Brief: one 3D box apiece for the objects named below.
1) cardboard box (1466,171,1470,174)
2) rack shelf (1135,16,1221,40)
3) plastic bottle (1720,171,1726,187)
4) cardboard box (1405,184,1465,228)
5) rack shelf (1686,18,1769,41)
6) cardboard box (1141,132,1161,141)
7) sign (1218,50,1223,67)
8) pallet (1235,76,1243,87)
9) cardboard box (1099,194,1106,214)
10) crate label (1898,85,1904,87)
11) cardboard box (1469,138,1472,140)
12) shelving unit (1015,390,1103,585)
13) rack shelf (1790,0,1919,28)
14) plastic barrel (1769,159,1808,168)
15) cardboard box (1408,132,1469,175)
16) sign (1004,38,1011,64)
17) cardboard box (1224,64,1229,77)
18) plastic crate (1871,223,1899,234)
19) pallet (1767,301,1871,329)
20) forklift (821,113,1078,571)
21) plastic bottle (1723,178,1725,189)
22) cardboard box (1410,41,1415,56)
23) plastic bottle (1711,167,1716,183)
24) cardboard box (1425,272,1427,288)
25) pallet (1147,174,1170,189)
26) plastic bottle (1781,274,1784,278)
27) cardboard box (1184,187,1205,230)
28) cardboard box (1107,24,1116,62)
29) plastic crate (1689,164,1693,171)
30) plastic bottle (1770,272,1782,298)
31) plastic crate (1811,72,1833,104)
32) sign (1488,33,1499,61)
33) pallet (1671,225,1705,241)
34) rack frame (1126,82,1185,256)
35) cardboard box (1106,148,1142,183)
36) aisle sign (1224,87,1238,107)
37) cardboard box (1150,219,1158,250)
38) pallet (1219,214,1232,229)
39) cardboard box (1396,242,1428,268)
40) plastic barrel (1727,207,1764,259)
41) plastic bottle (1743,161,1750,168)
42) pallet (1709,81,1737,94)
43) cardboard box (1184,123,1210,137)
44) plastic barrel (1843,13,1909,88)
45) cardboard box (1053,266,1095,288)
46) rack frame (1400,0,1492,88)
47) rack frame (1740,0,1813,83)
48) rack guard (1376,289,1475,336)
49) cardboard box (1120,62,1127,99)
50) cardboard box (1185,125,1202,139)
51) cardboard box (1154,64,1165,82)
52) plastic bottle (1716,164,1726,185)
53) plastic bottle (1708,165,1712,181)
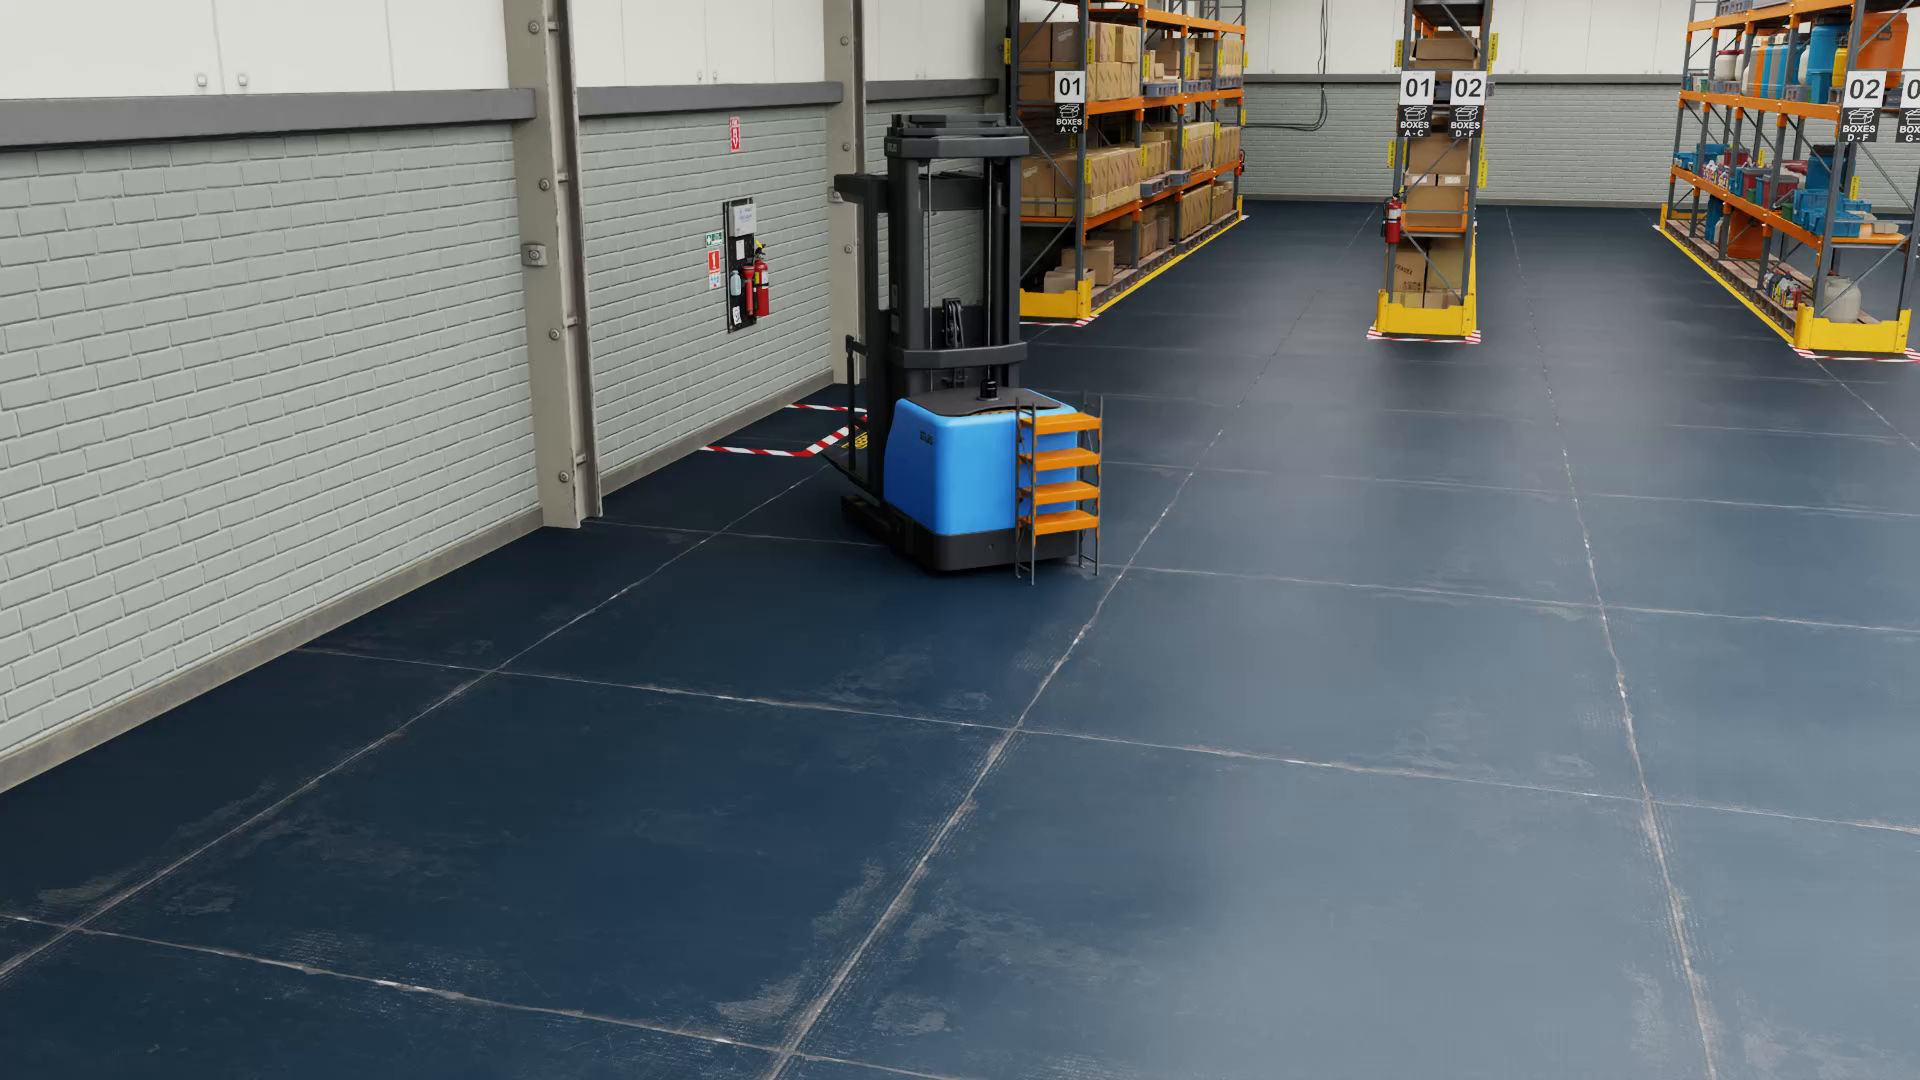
[{"bbox_3d":[6.370,-4.677,21.448,0.380,0.149,0.250,5,16,16],"label":"cardboard box"},{"bbox_3d":[3.998,-9.443,30.682,1.077,0.370,4.000,5,16,16],"label":"rack shelf"},{"bbox_3d":[12.861,-6.072,27.976,0.097,0.271,0.097,0,16,0],"label":"plastic bottle"},{"bbox_3d":[6.052,-4.265,21.187,0.700,0.500,0.500,5,16,16],"label":"cardboard box"},{"bbox_3d":[14.634,-9.721,31.663,1.077,0.370,4.000,5,16,16],"label":"rack shelf"},{"bbox_3d":[3.283,-6.966,28.714,0.380,0.149,0.250,2,16,7],"label":"cardboard box"},{"bbox_3d":[5.090,-9.422,32.531,0.100,0.325,0.005,5,16,16],"label":"sign"},{"bbox_3d":[5.503,-9.871,35.798,1.003,0.211,1.213,5,16,16],"label":"pallet"},{"bbox_3d":[1.733,-4.657,22.988,0.500,0.250,0.500,4,16,14],"label":"cardboard box"},{"bbox_3d":[11.504,-5.547,20.663,0.502,0.251,0.408,5,16,16],"label":"crate label"},{"bbox_3d":[8.874,-7.019,30.125,0.700,0.500,0.500,1,16,2],"label":"cardboard box"},{"bbox_3d":[0.639,-0.343,10.838,0.503,1.200,0.258,-8,17,-25],"label":"shelving unit"},{"bbox_3d":[11.223,-6.582,20.595,1.077,0.370,4.000,5,16,16],"label":"rack shelf"},{"bbox_3d":[13.087,-5.724,26.265,0.600,0.536,0.708,5,16,16],"label":"plastic barrel"},{"bbox_3d":[6.067,-4.903,21.059,0.700,0.500,0.500,5,16,16],"label":"cardboard box"},{"bbox_3d":[0.630,-6.397,21.764,0.100,0.325,0.005,5,16,16],"label":"sign"},{"bbox_3d":[5.174,-9.532,33.764,0.500,0.250,0.500,4,16,15],"label":"cardboard box"},{"bbox_3d":[11.218,-3.793,20.189,0.298,0.136,0.250,5,16,16],"label":"plastic crate"},{"bbox_3d":[11.216,-2.923,21.749,1.003,0.211,1.213,5,16,16],"label":"pallet"},{"bbox_3d":[-0.239,-1.567,11.983,1.130,2.935,3.031,-6,17,-22],"label":"forklift"},{"bbox_3d":[12.778,-5.962,27.716,0.097,0.201,0.097,0,16,0],"label":"plastic bottle"},{"bbox_3d":[6.455,-6.484,22.479,0.797,0.503,0.637,7,17,22],"label":"cardboard box"},{"bbox_3d":[13.180,-6.366,29.012,0.097,0.271,0.097,0,16,0],"label":"plastic bottle"},{"bbox_3d":[6.327,-3.663,23.516,0.500,0.250,0.500,5,16,16],"label":"cardboard box"},{"bbox_3d":[2.907,-5.959,27.692,1.003,0.211,1.213,5,16,16],"label":"pallet"},{"bbox_3d":[11.318,-3.518,22.908,0.061,0.283,0.133,5,16,16],"label":"plastic bottle"},{"bbox_3d":[4.257,-6.374,31.973,0.750,0.750,0.750,5,17,18],"label":"cardboard box"},{"bbox_3d":[1.825,-6.805,22.776,0.500,0.500,0.500,5,17,17],"label":"cardboard box"},{"bbox_3d":[14.126,-7.061,31.620,0.437,0.125,0.590,5,16,16],"label":"plastic crate"},{"bbox_3d":[11.111,-3.466,22.601,0.144,0.351,0.185,4,16,14],"label":"plastic bottle"},{"bbox_3d":[10.908,-5.669,20.850,0.392,0.384,0.575,5,16,16],"label":"plastic crate"},{"bbox_3d":[6.437,-5.953,20.077,0.100,0.325,0.005,5,16,16],"label":"sign"},{"bbox_3d":[14.582,-6.025,32.683,1.003,0.211,1.213,5,16,16],"label":"pallet"},{"bbox_3d":[3.430,-6.572,29.503,1.000,3.000,0.127,5,16,16],"label":"rack frame"},{"bbox_3d":[2.455,-5.676,25.209,0.500,0.500,0.500,5,16,16],"label":"cardboard box"},{"bbox_3d":[6.011,-9.911,36.512,0.394,0.787,0.004,5,16,16],"label":"aisle sign"},{"bbox_3d":[3.017,-5.263,28.663,0.700,0.500,0.500,5,16,16],"label":"cardboard box"},{"bbox_3d":[5.203,-6.790,35.382,1.003,0.211,1.213,5,16,16],"label":"pallet"},{"bbox_3d":[6.044,-3.762,22.491,0.500,0.500,0.500,5,16,16],"label":"cardboard box"},{"bbox_3d":[13.051,-5.091,27.490,0.600,0.830,0.708,5,16,16],"label":"plastic barrel"},{"bbox_3d":[13.927,-6.524,29.423,0.144,0.351,0.185,5,16,16],"label":"plastic bottle"},{"bbox_3d":[13.936,-7.990,29.351,1.213,0.211,1.003,5,16,16],"label":"pallet"},{"bbox_3d":[4.525,-7.905,32.064,0.500,0.250,0.500,5,17,17],"label":"cardboard box"},{"bbox_3d":[10.671,-5.700,19.373,0.600,0.830,0.708,5,16,16],"label":"plastic barrel"},{"bbox_3d":[1.601,-3.721,23.571,0.500,0.311,0.500,6,17,20],"label":"cardboard box"},{"bbox_3d":[5.907,-6.982,19.955,1.000,3.000,0.127,5,16,16],"label":"rack frame"},{"bbox_3d":[12.928,-8.690,25.976,1.000,3.000,0.127,5,16,16],"label":"rack frame"},{"bbox_3d":[5.900,-2.887,21.092,1.175,0.500,0.348,5,16,16],"label":"rack guard"},{"bbox_3d":[2.110,-6.596,23.870,0.500,0.500,0.500,4,16,14],"label":"cardboard box"},{"bbox_3d":[4.236,-7.638,31.123,0.500,0.250,0.500,4,16,15],"label":"cardboard box"},{"bbox_3d":[2.973,-7.743,27.907,0.797,0.503,0.637,7,17,24],"label":"cardboard box"},{"bbox_3d":[13.044,-6.257,28.481,0.144,0.351,0.185,5,16,16],"label":"plastic bottle"},{"bbox_3d":[13.300,-6.499,29.459,0.061,0.283,0.133,5,16,16],"label":"plastic bottle"}]
